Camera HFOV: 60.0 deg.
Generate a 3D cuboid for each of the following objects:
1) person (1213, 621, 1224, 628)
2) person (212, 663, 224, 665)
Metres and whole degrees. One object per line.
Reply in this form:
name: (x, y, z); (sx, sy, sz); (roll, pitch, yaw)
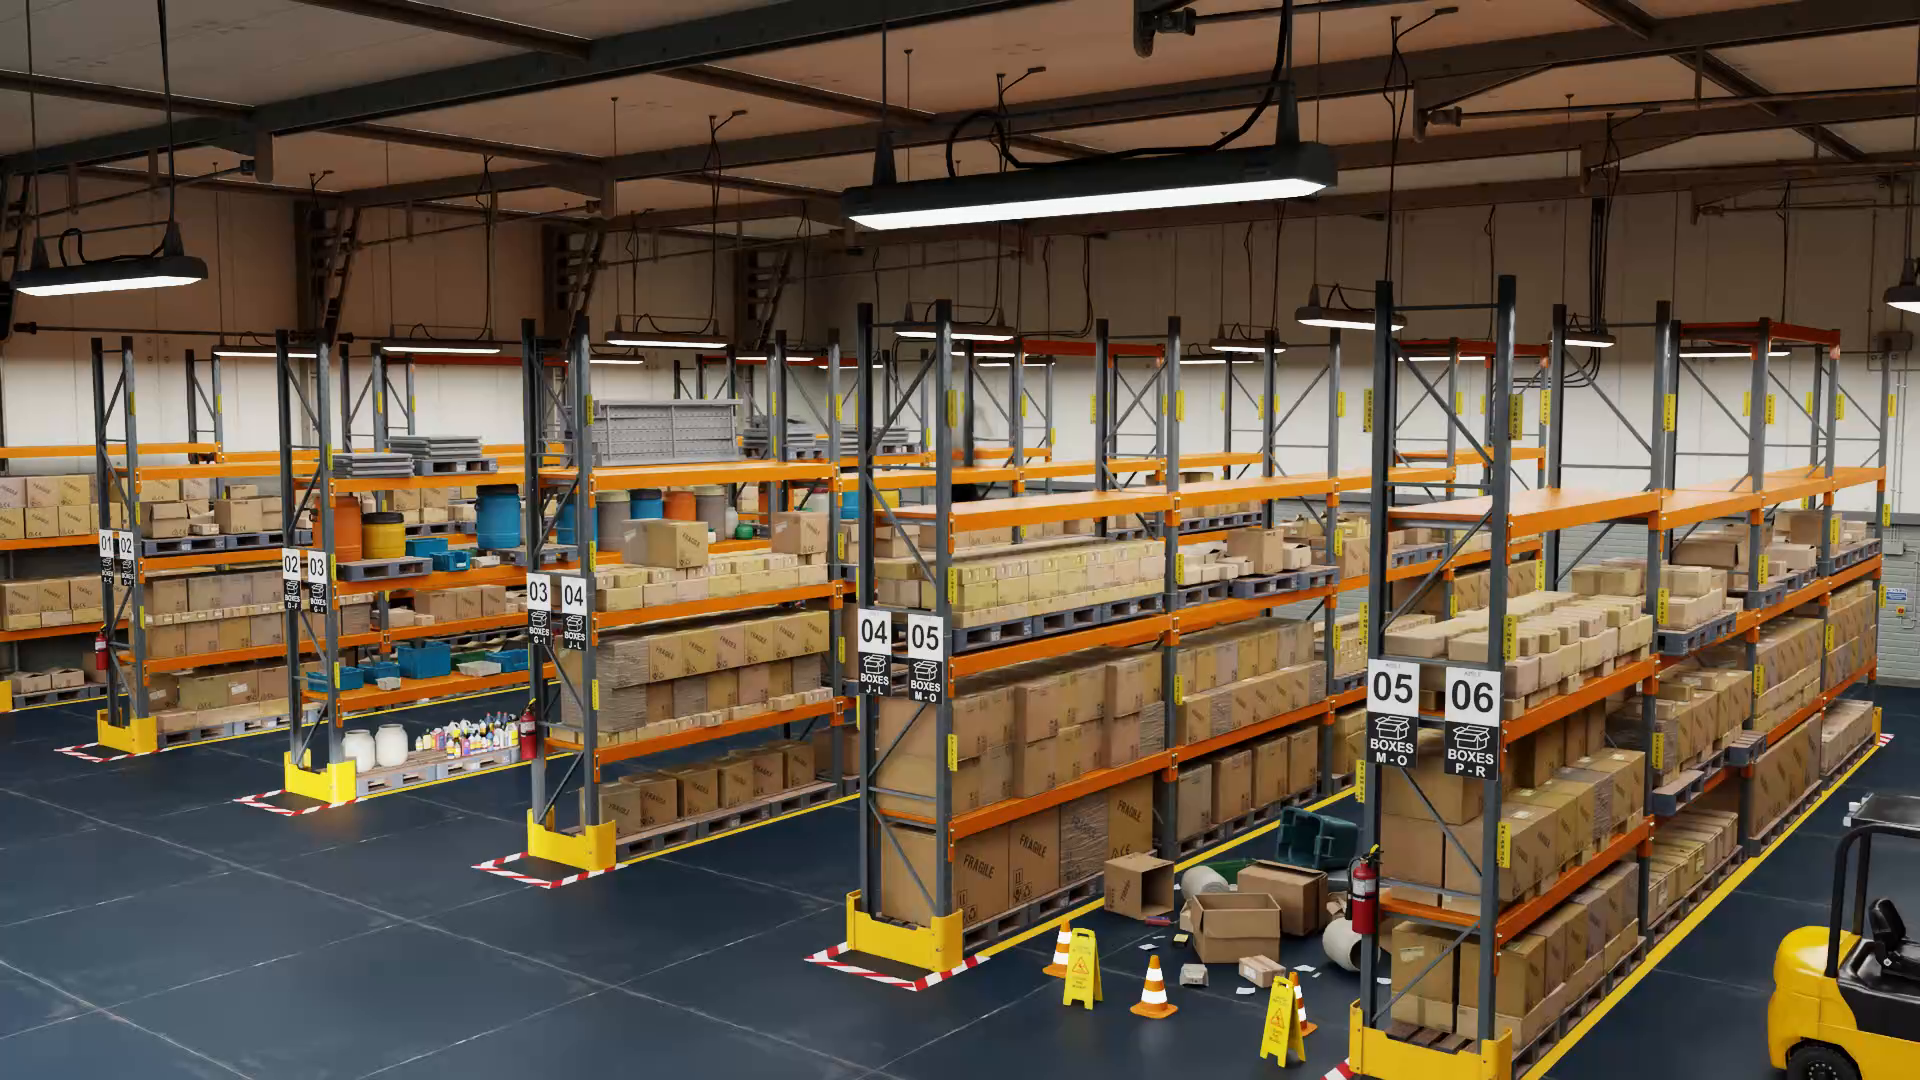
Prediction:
person: (4.050, 2.082, 26.290); (0.592, 1.598, 0.588); (3, 6, 29)
person: (-12.124, 1.909, 27.101); (0.676, 1.808, 0.845); (4, 6, 35)
